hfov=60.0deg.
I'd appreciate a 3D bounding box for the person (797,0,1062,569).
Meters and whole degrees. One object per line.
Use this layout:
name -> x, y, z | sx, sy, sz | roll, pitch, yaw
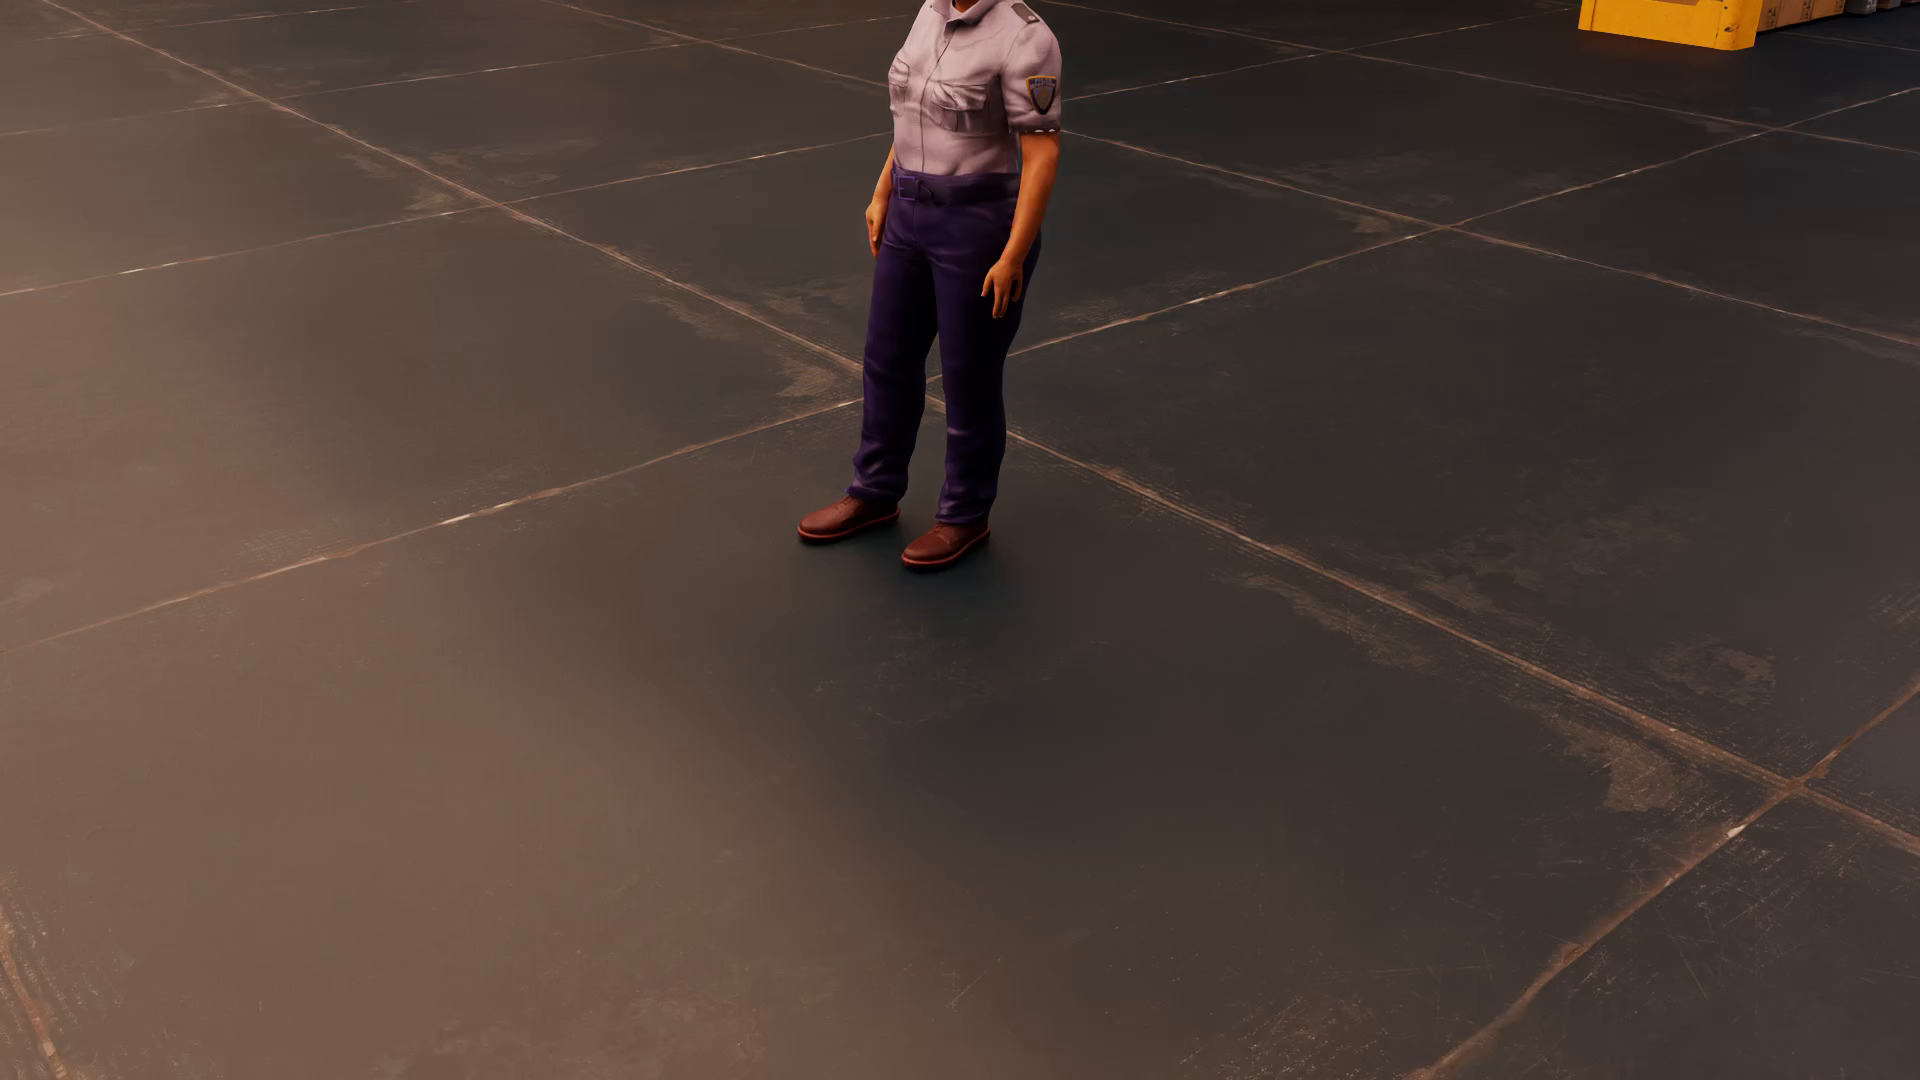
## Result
person -> -0.084, -0.727, 4.096 | 0.502, 1.651, 0.598 | -20, 33, -35
